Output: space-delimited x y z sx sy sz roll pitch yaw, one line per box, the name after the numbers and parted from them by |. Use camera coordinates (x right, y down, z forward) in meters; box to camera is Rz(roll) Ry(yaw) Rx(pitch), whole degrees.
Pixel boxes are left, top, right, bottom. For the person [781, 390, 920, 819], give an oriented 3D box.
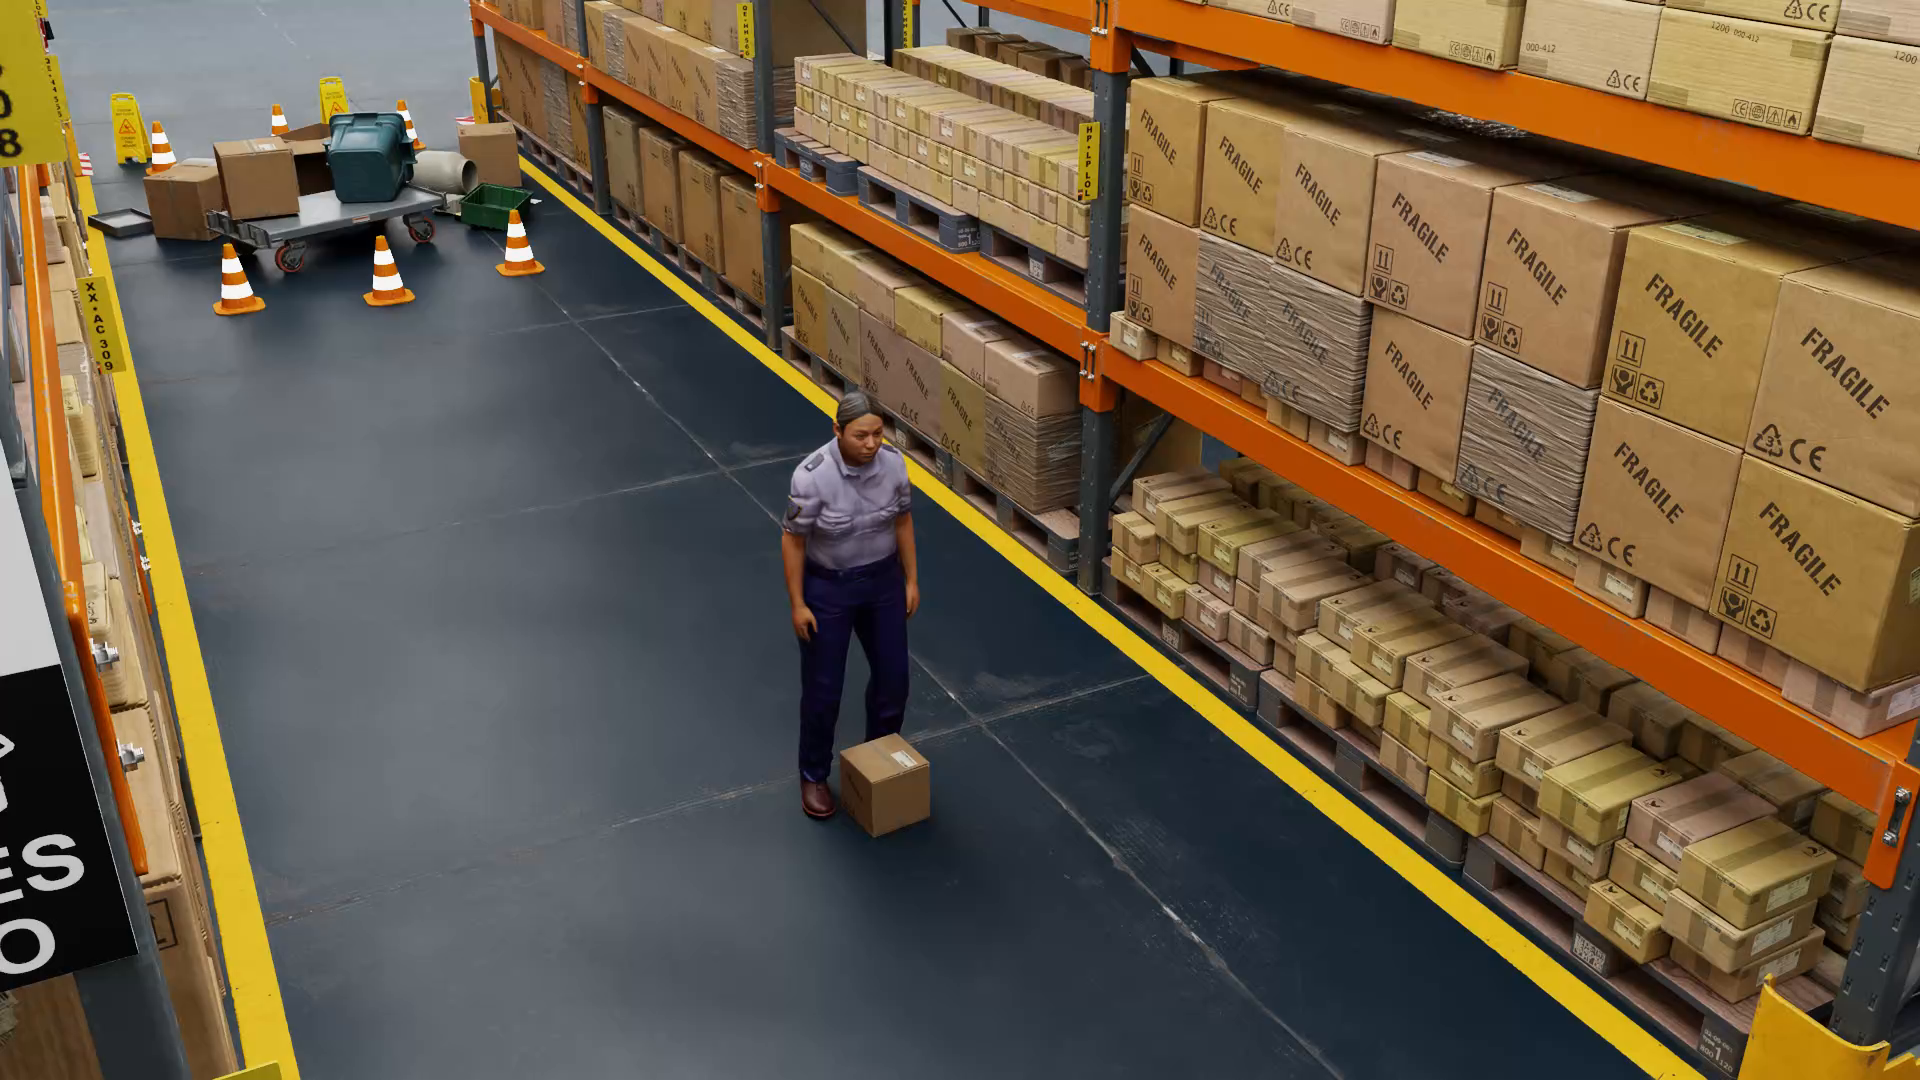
-0.392 0.222 6.174 0.538 1.638 0.414 -13 28 -25 | person
